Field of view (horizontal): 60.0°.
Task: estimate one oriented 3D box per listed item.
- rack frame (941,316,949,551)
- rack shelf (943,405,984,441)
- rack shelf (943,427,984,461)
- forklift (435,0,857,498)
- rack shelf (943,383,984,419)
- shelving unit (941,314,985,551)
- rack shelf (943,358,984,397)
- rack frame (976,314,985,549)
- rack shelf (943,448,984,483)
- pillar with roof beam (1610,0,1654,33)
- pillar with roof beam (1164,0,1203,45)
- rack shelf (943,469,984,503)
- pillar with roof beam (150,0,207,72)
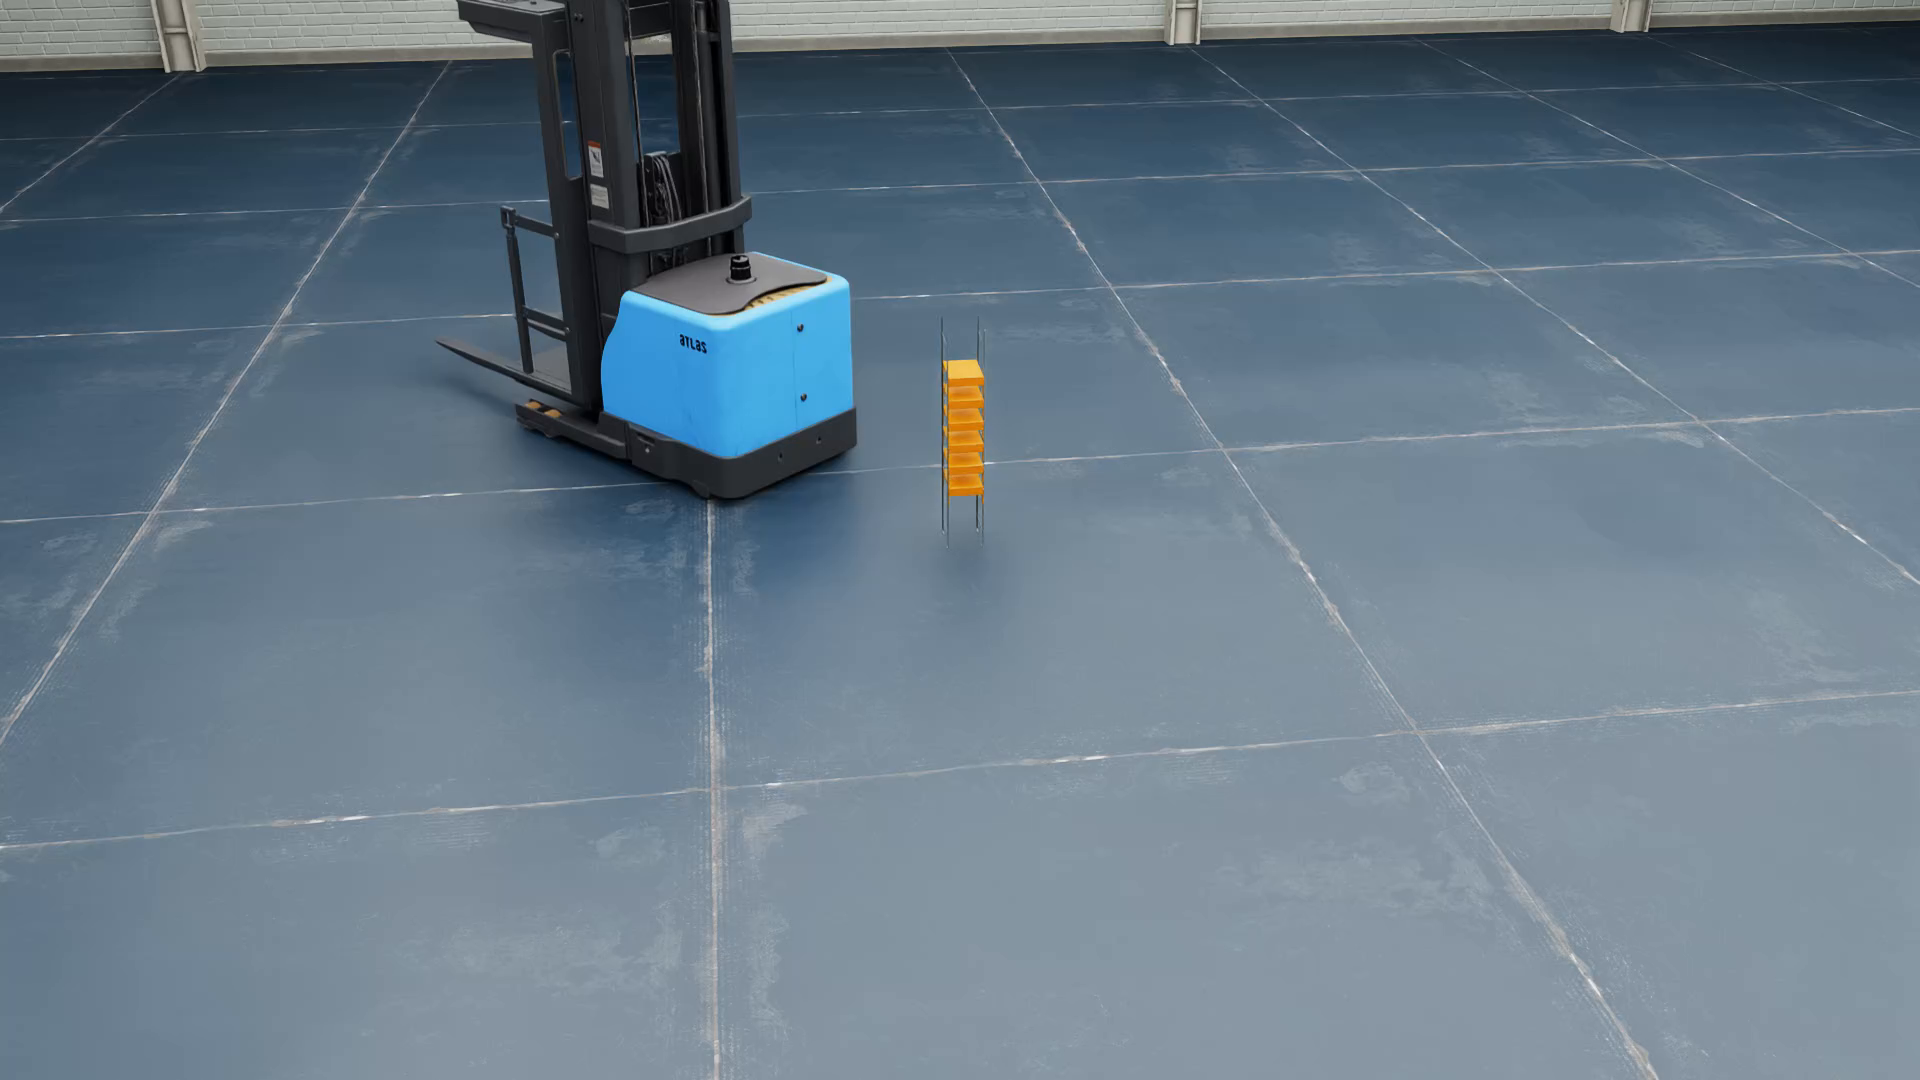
[{"bbox_3d":[-0.076,-0.529,8.467,0.006,1.200,0.240,-4,27,-7],"label":"rack frame"},{"bbox_3d":[0.014,-0.602,8.443,0.180,0.103,0.258,-4,27,-7],"label":"rack shelf"},{"bbox_3d":[0.014,-0.495,8.498,0.180,0.103,0.258,-4,27,-7],"label":"rack shelf"},{"bbox_3d":[-2.047,-2.076,9.585,3.031,2.935,1.130,21,34,35],"label":"forklift"},{"bbox_3d":[0.014,-0.709,8.389,0.180,0.103,0.258,-4,27,-7],"label":"rack shelf"},{"bbox_3d":[0.014,-0.535,8.478,0.189,1.200,0.258,-4,27,-7],"label":"shelving unit"},{"bbox_3d":[0.014,-0.816,8.334,0.180,0.103,0.258,-4,27,-7],"label":"rack shelf"},{"bbox_3d":[0.105,-0.541,8.489,0.006,1.200,0.240,-4,27,-7],"label":"rack frame"},{"bbox_3d":[0.014,-0.388,8.553,0.180,0.103,0.258,-4,27,-7],"label":"rack shelf"},{"bbox_3d":[9.342,-8.729,15.905,0.400,9.000,9.100,-4,27,-7],"label":"pillar with roof beam"},{"bbox_3d":[3.401,-8.348,15.161,0.400,9.000,9.100,-4,27,-7],"label":"pillar with roof beam"},{"bbox_3d":[0.014,-0.282,8.608,0.180,0.103,0.258,-4,27,-7],"label":"rack shelf"},{"bbox_3d":[-8.482,-7.584,13.674,0.400,9.000,9.100,-4,27,-7],"label":"pillar with roof beam"}]
